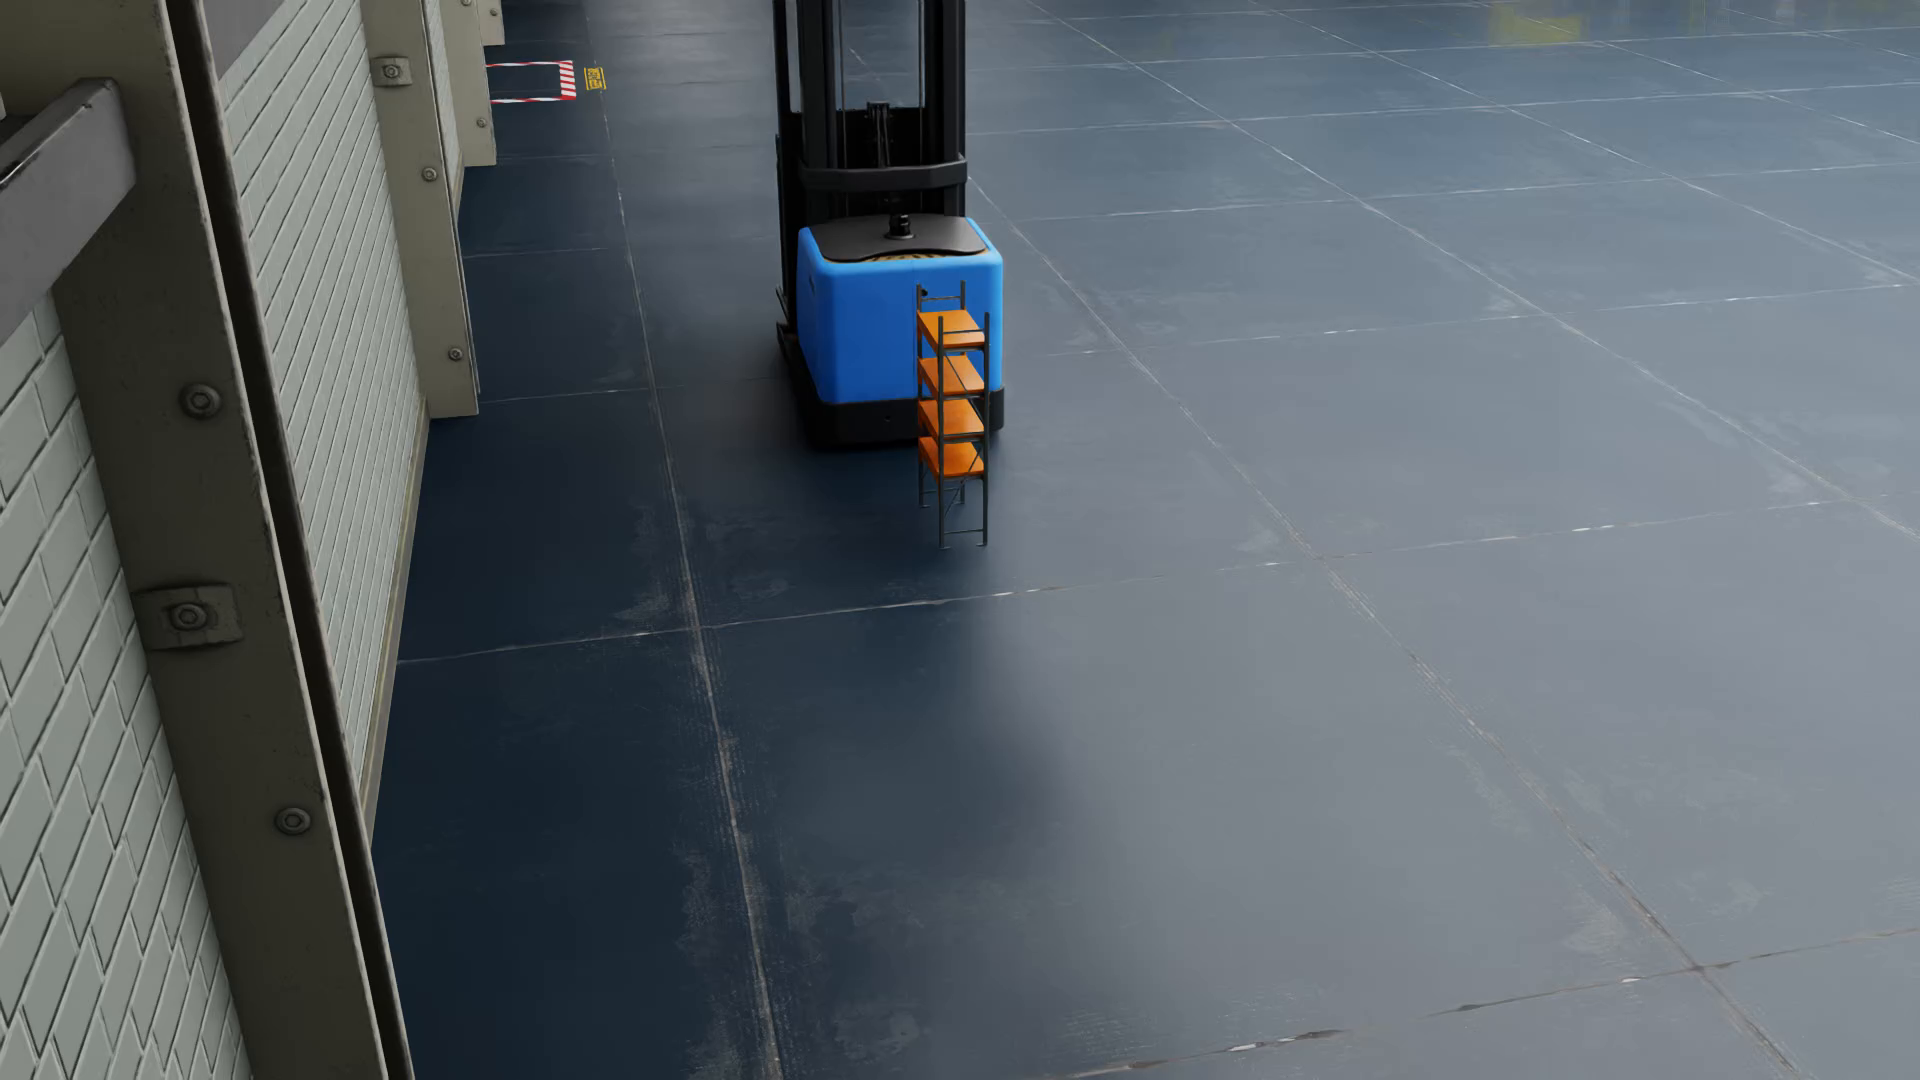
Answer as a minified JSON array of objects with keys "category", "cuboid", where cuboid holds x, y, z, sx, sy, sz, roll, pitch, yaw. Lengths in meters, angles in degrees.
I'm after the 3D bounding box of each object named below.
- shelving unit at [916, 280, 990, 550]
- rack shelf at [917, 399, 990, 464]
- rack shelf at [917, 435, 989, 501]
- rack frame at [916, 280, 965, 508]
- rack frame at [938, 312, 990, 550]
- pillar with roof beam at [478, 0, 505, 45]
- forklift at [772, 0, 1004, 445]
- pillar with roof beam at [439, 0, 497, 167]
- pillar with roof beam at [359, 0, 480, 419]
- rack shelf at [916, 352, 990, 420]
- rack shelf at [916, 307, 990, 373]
[{"category":"shelving unit","cuboid":[-0.037,-0.608,8.124,0.258,1.200,0.503,-6,27,-12]},{"category":"rack shelf","cuboid":[-0.037,-0.548,8.154,0.258,0.148,0.480,-6,27,-12]},{"category":"rack shelf","cuboid":[-0.037,-0.371,8.243,0.258,0.148,0.480,-6,27,-12]},{"category":"rack frame","cuboid":[-0.092,-0.715,8.336,0.240,1.200,0.015,-6,27,-12]},{"category":"rack frame","cuboid":[0.018,-0.501,7.911,0.240,1.200,0.015,-6,27,-12]},{"category":"pillar with roof beam","cuboid":[-1.515,-10.525,19.115,9.100,9.000,0.400,-6,27,-12]},{"category":"forklift","cuboid":[-0.560,-2.474,9.899,1.130,2.935,3.031,-5,27,-11]},{"category":"pillar with roof beam","cuboid":[-0.162,-7.891,13.897,9.100,9.000,0.400,-6,27,-12]},{"category":"pillar with roof beam","cuboid":[1.190,-5.257,8.678,9.100,9.000,0.400,-6,27,-12]},{"category":"rack shelf","cuboid":[-0.037,-0.748,8.053,0.258,0.148,0.480,-6,27,-12]},{"category":"rack shelf","cuboid":[-0.037,-0.959,7.947,0.258,0.148,0.480,-6,27,-12]}]
